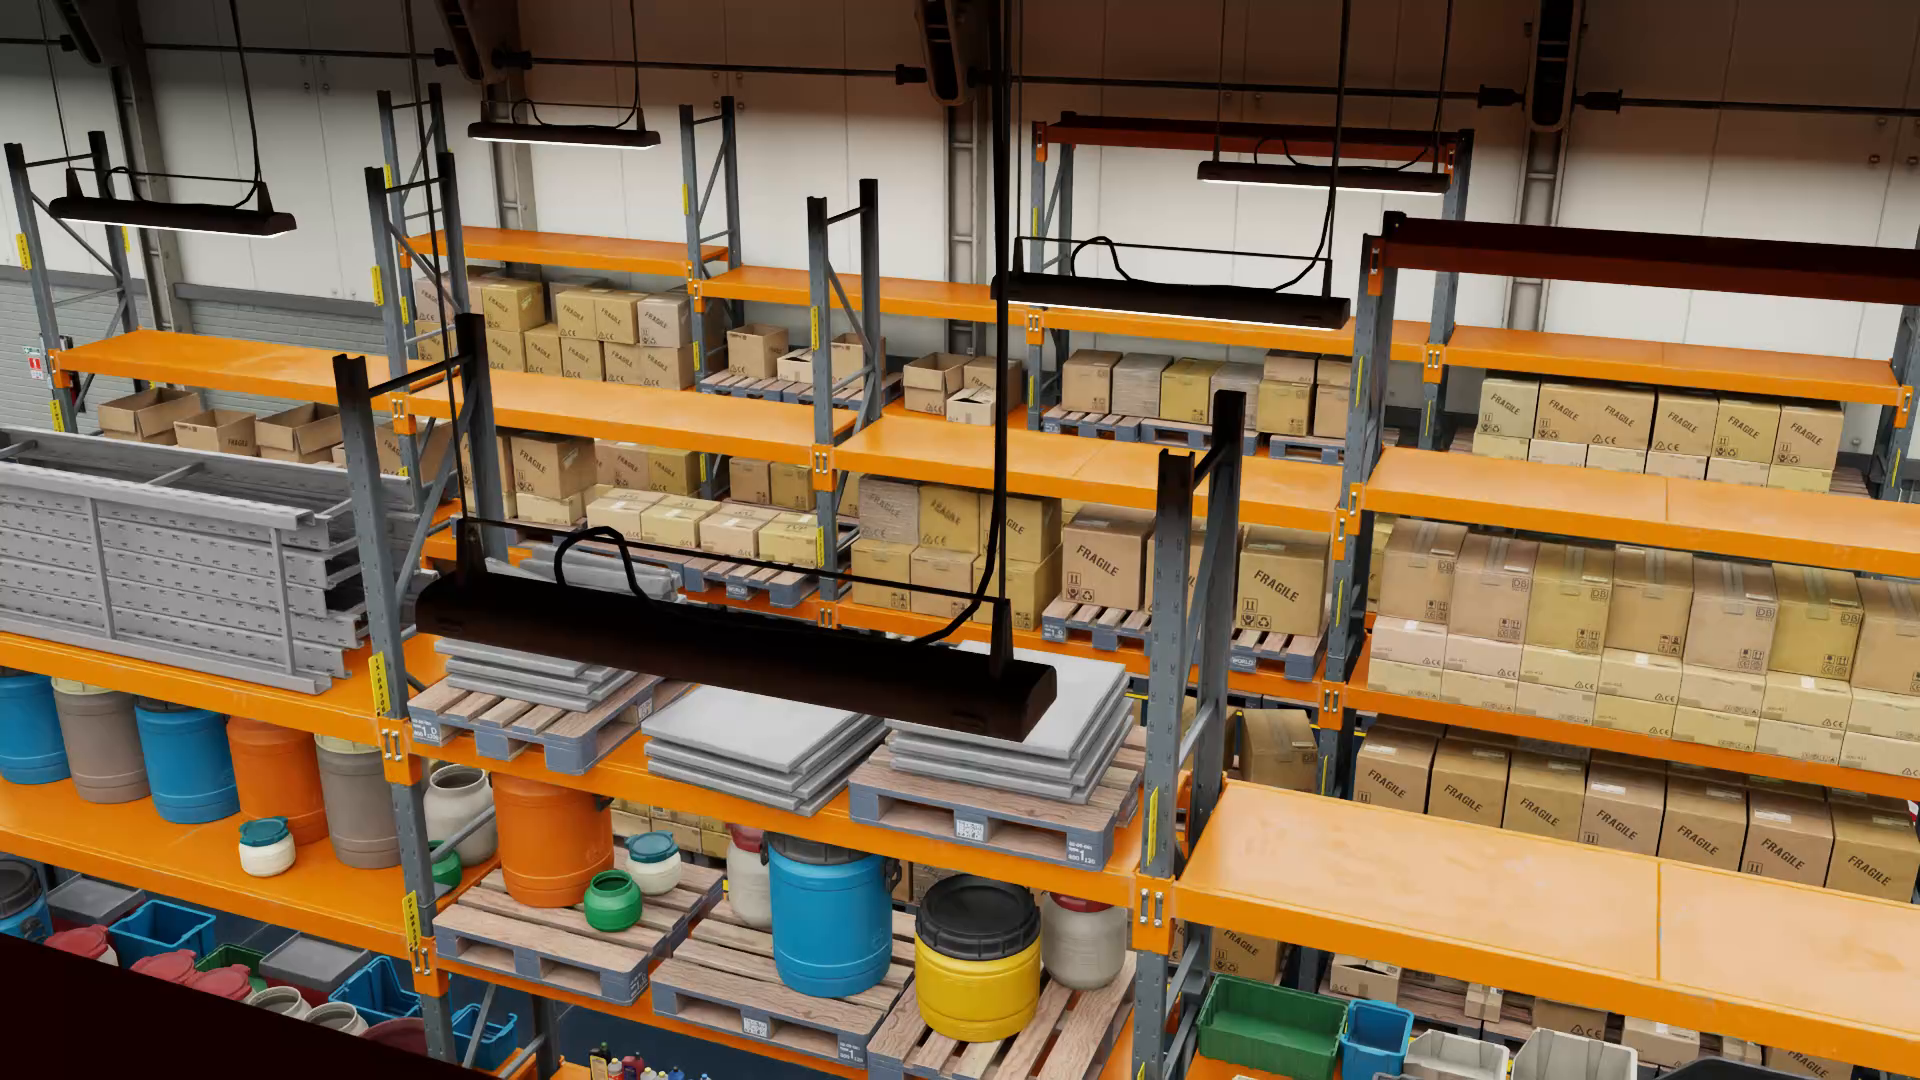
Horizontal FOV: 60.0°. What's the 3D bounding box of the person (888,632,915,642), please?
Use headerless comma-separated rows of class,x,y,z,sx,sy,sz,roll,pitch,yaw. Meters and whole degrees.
person,-0.743,1.080,17.288,0.734,1.651,0.463,-1,21,-1
